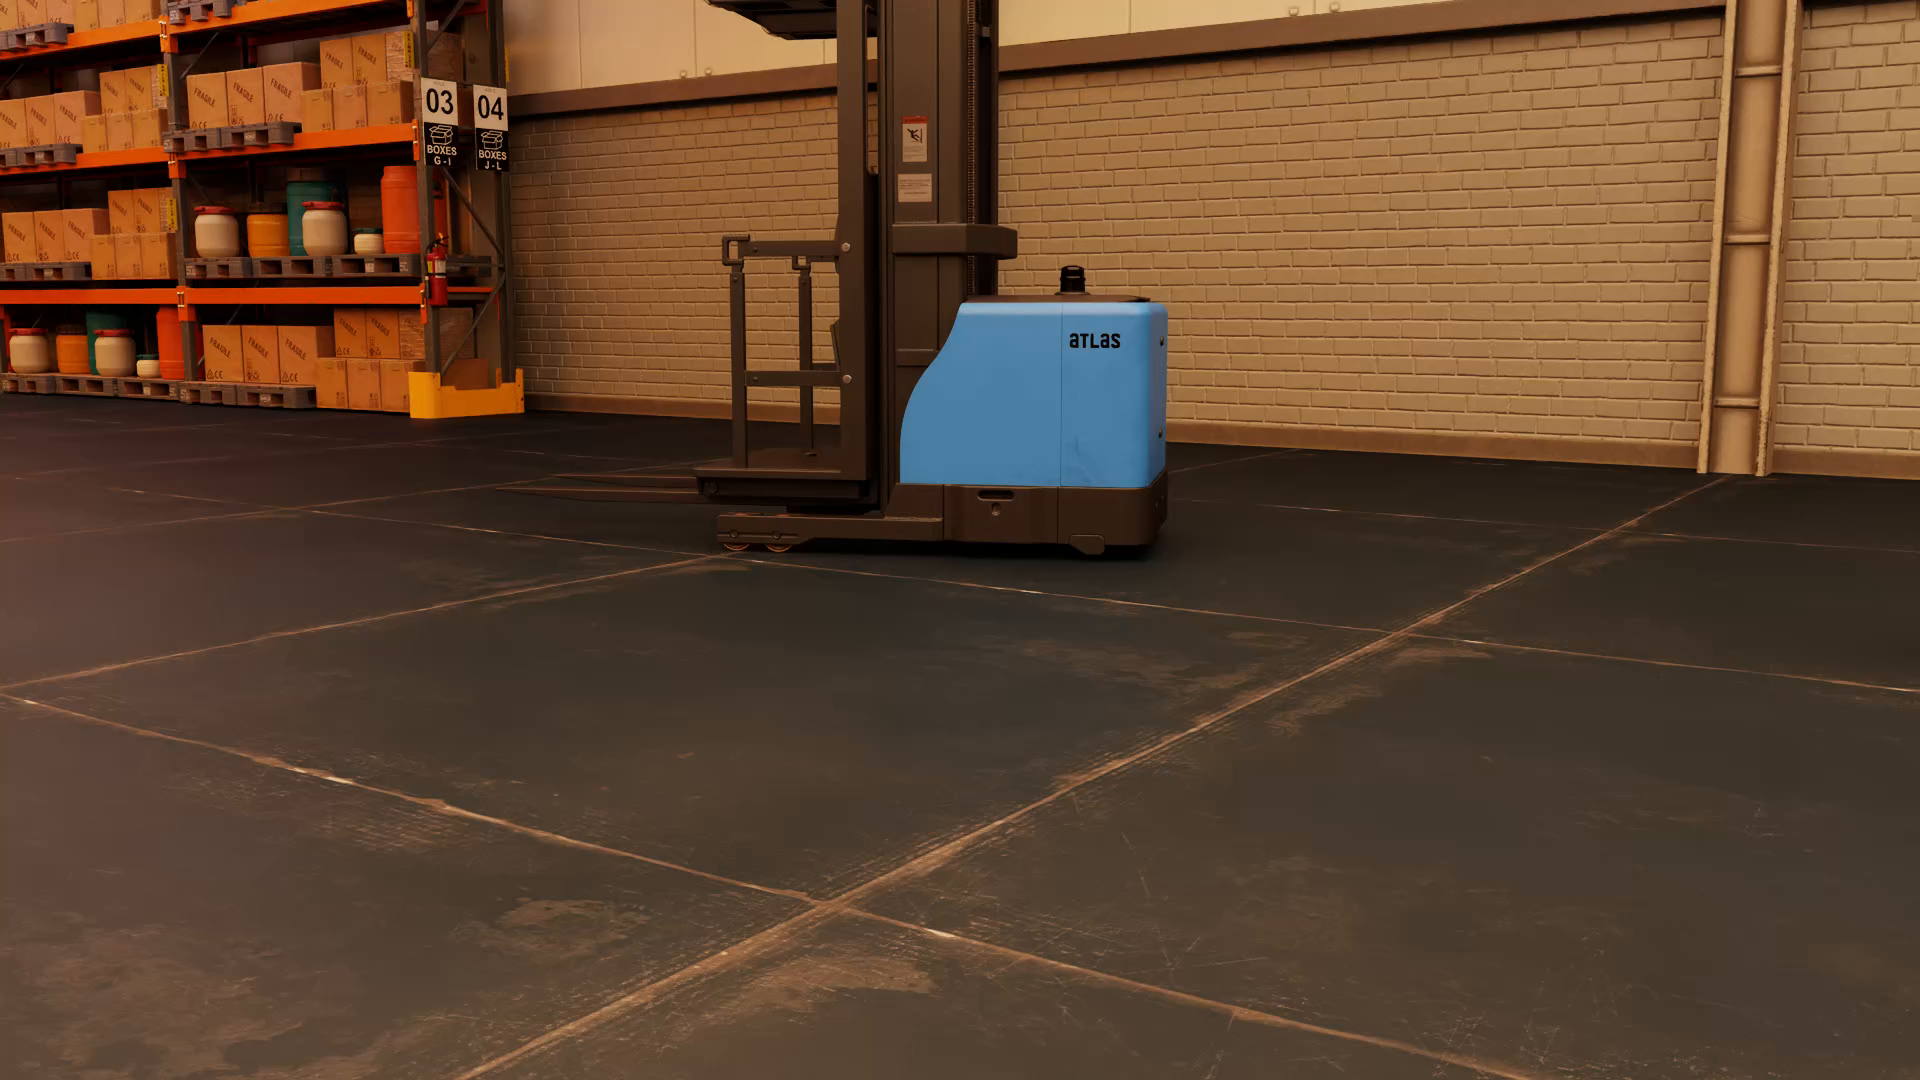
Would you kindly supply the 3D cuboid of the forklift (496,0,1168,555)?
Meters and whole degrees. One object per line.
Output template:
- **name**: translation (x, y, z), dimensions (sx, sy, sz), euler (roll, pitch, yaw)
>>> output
- **forklift**: translation (-0.596, -1.469, 7.520), dimensions (3.031, 2.935, 1.130), euler (2, 8, 12)
